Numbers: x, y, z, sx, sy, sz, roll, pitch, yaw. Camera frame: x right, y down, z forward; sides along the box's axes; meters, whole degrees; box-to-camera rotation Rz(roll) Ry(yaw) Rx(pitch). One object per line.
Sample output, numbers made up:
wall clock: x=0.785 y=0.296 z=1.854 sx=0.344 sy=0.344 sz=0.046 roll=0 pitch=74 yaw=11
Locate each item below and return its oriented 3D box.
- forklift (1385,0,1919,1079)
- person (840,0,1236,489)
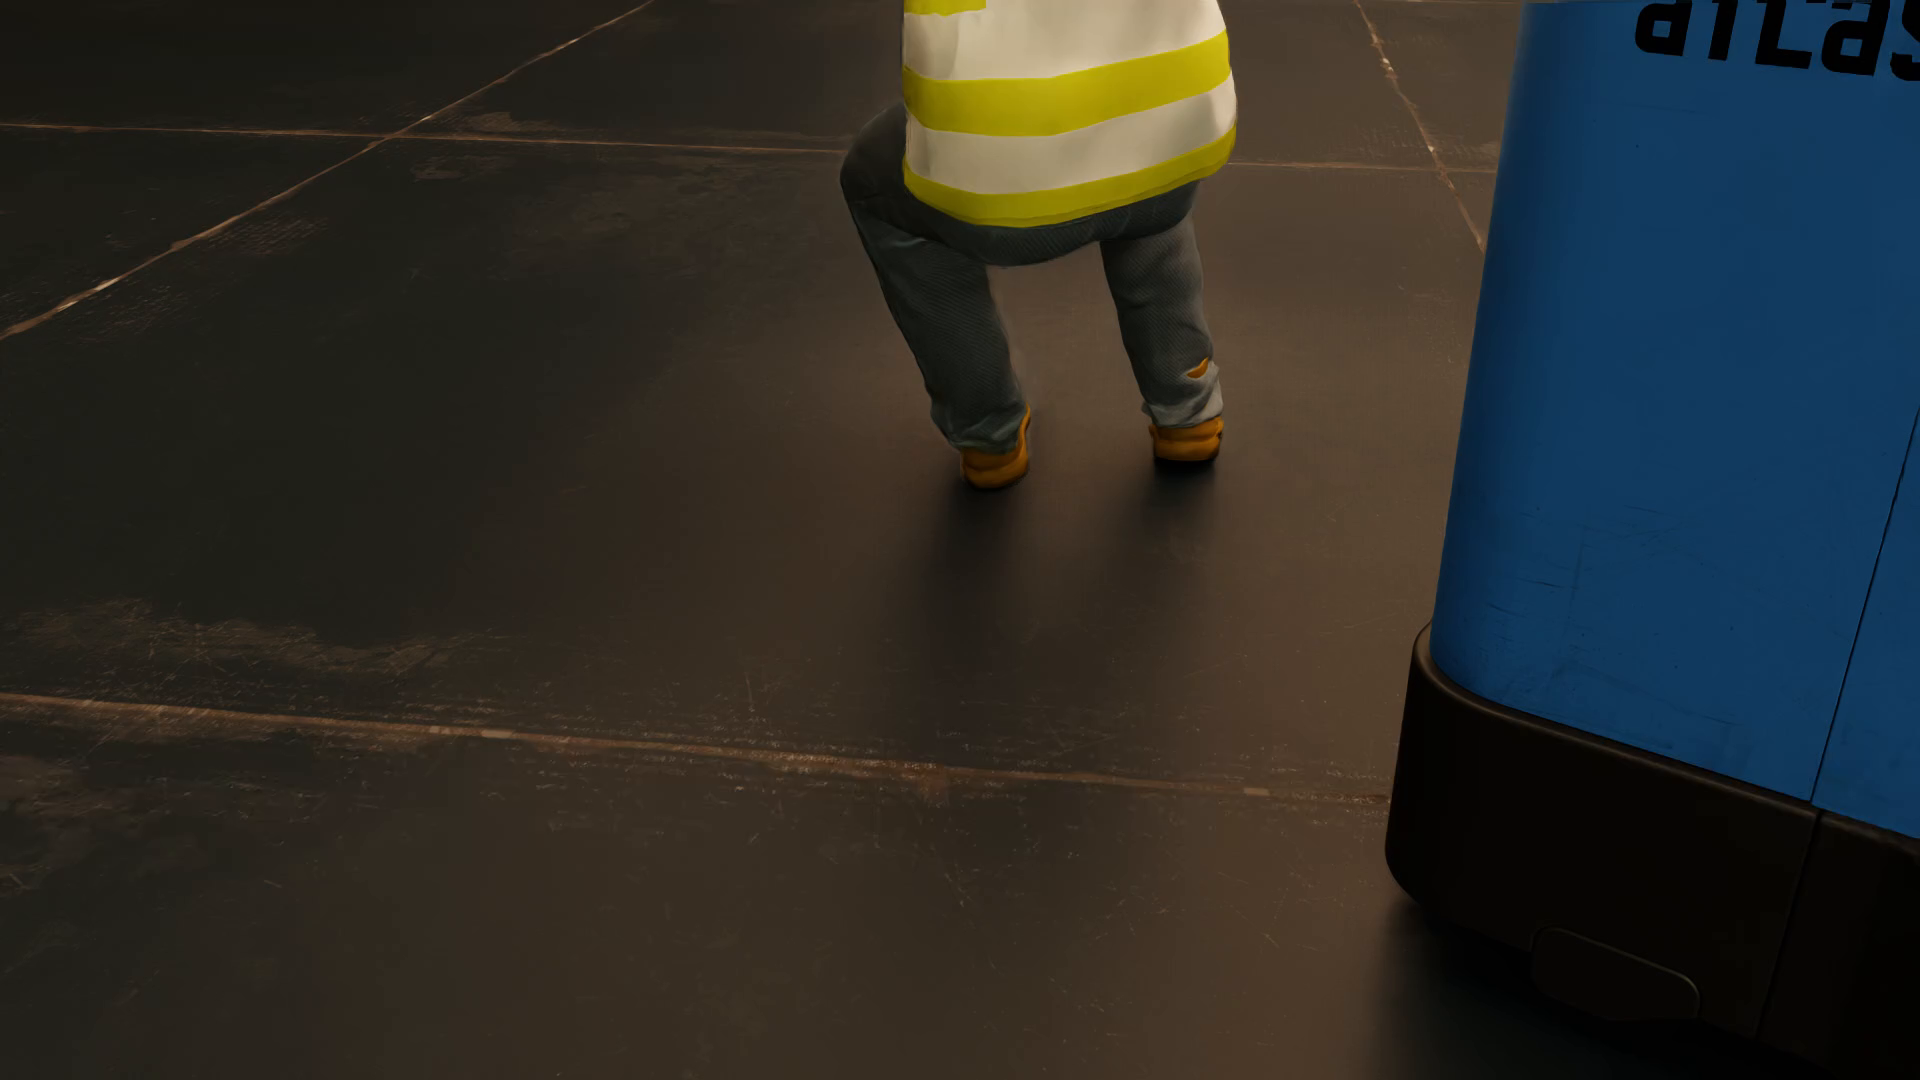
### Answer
forklift: x=1.925 y=-0.702 z=0.625 sx=3.031 sy=2.935 sz=1.130 roll=18 pitch=32 yaw=31
person: x=-0.086 y=-0.612 z=2.166 sx=1.429 sy=1.432 sz=0.727 roll=-13 pitch=29 yaw=-24
